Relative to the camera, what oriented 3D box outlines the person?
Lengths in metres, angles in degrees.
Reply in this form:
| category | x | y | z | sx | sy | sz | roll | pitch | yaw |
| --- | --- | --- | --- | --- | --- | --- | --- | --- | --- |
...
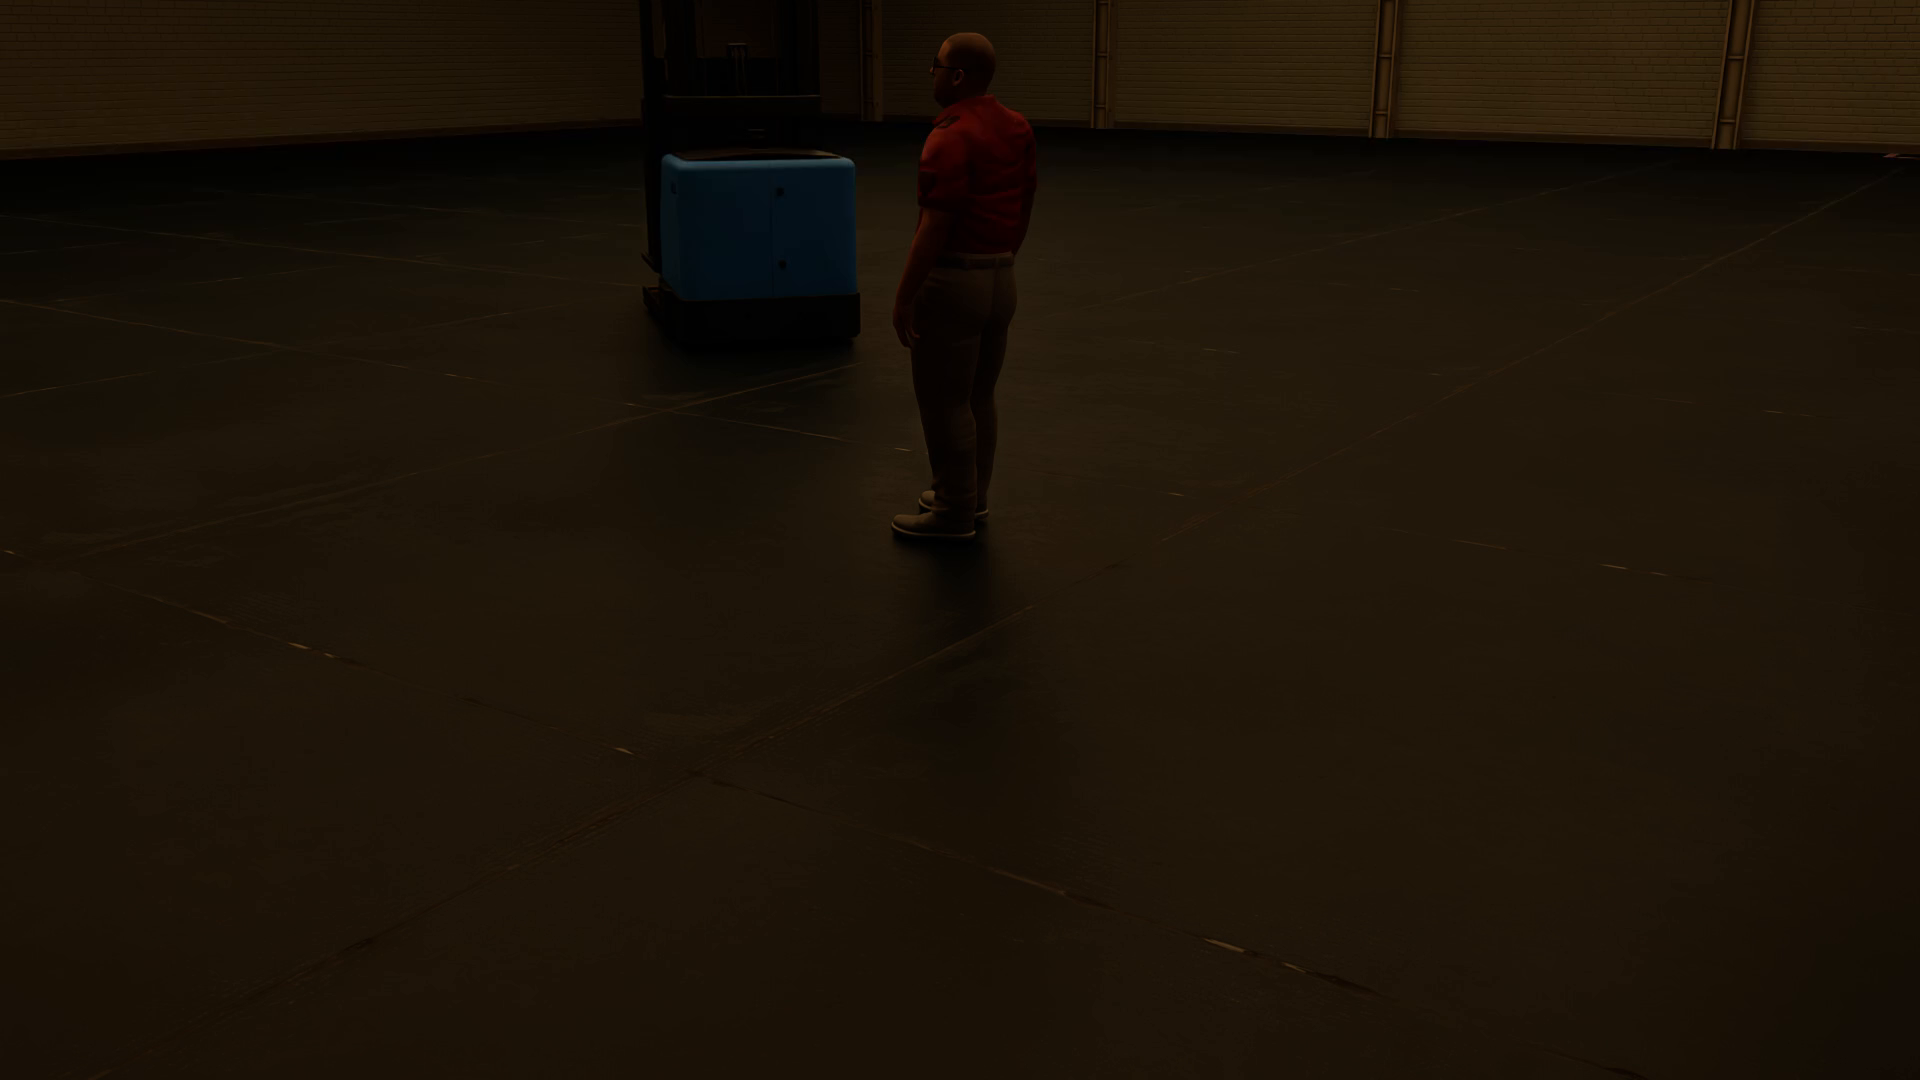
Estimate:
| category | x | y | z | sx | sy | sz | roll | pitch | yaw |
| --- | --- | --- | --- | --- | --- | --- | --- | --- | --- |
| person | -0.068 | -0.853 | 5.757 | 0.550 | 1.727 | 0.641 | 11 | 20 | 33 |

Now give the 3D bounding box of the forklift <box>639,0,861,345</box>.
| category | x | y | z | sx | sy | sz | roll | pitch | yaw |
| --- | --- | --- | --- | --- | --- | --- | --- | --- | --- |
| forklift | -1.483 | -2.905 | 10.547 | 1.130 | 2.935 | 3.031 | -5 | 17 | -15 |
